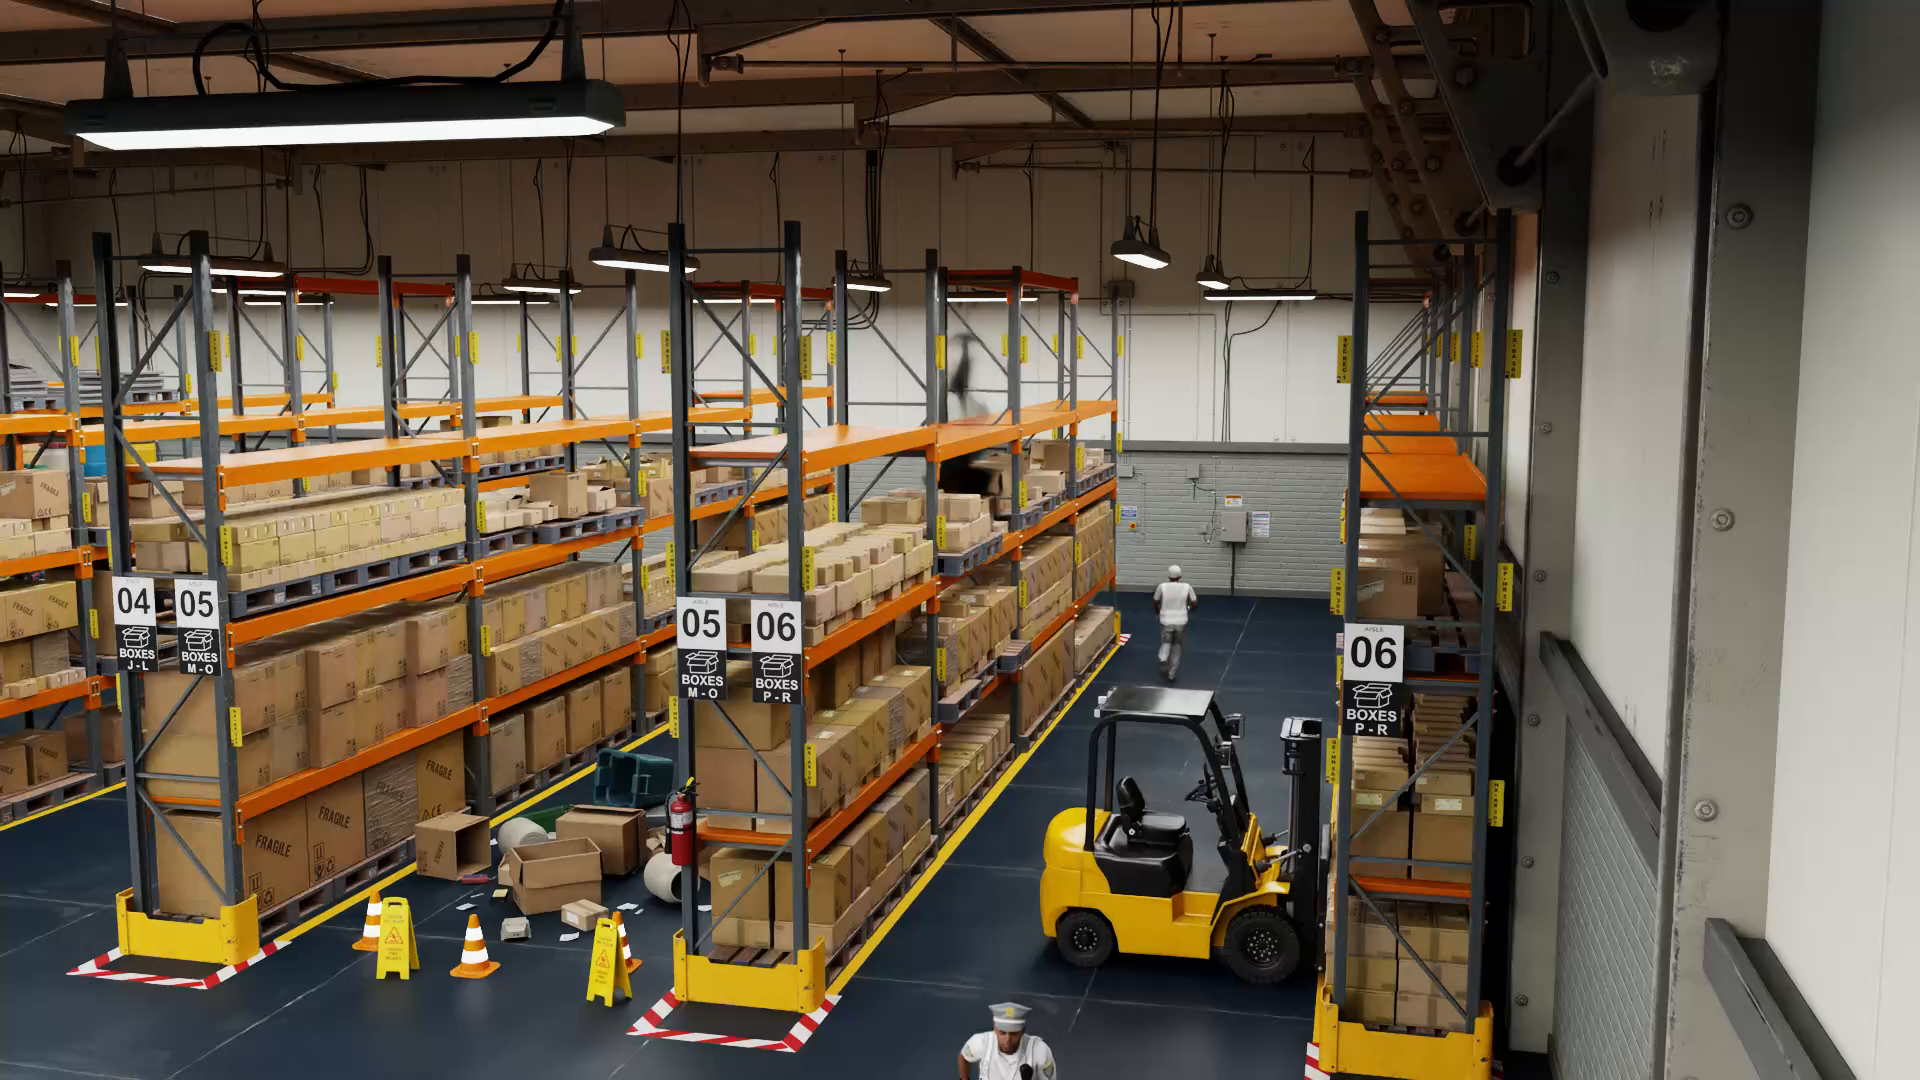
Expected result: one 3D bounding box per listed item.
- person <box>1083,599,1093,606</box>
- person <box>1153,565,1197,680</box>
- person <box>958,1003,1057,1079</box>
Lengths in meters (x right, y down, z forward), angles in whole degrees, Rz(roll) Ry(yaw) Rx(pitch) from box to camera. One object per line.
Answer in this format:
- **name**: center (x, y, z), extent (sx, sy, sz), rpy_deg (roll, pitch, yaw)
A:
- **person**: center (2.188, 0.752, 29.577), extent (0.661, 1.619, 0.586), rpy_deg (0, 7, 4)
- **person**: center (3.242, 1.250, 25.129), extent (0.673, 1.747, 0.648), rpy_deg (1, 7, 6)
- **person**: center (0.267, 3.268, 9.246), extent (0.562, 1.620, 0.689), rpy_deg (0, 7, 2)
